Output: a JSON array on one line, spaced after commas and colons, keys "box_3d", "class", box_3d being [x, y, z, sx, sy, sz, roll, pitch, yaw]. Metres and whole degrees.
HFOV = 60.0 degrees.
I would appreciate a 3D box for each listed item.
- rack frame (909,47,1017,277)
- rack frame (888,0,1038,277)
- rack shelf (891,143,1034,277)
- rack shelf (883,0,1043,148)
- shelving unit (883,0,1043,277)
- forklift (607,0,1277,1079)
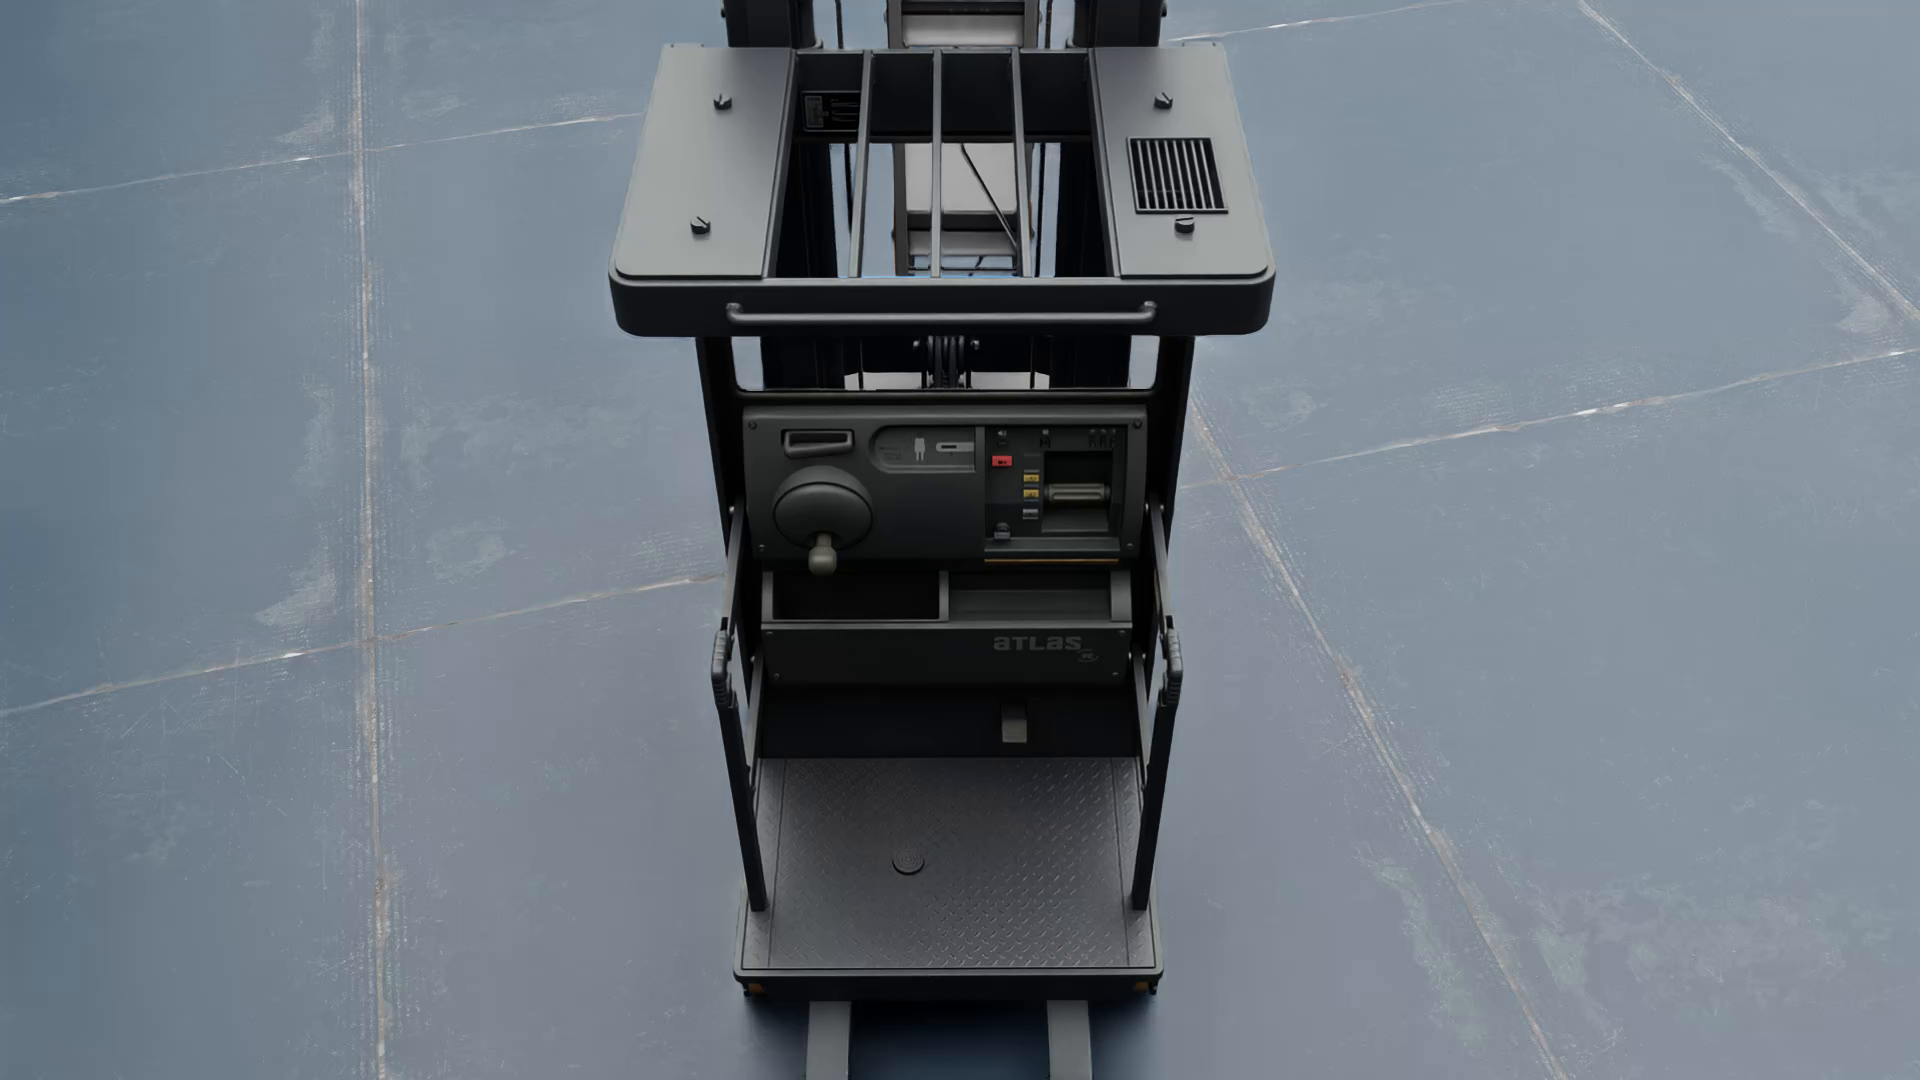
[{"box_3d": [0.011, -1.174, 5.430, 0.400, 2.100, 0.015, 0, 46, 0], "class": "rack frame"}, {"box_3d": [0.008, -0.825, 5.089, 0.400, 2.100, 0.015, 0, 46, 0], "class": "rack frame"}, {"box_3d": [0.009, -0.990, 5.269, 0.431, 0.518, 0.480, 0, 46, 0], "class": "rack shelf"}, {"box_3d": [0.009, -1.480, 4.769, 0.431, 0.518, 0.480, 0, 46, 0], "class": "rack shelf"}, {"box_3d": [0.009, -1.000, 5.260, 0.431, 2.100, 0.503, 0, 46, 0], "class": "shelving unit"}, {"box_3d": [-0.031, -0.022, 3.719, 1.130, 2.935, 3.031, 0, 46, 0], "class": "forklift"}]
